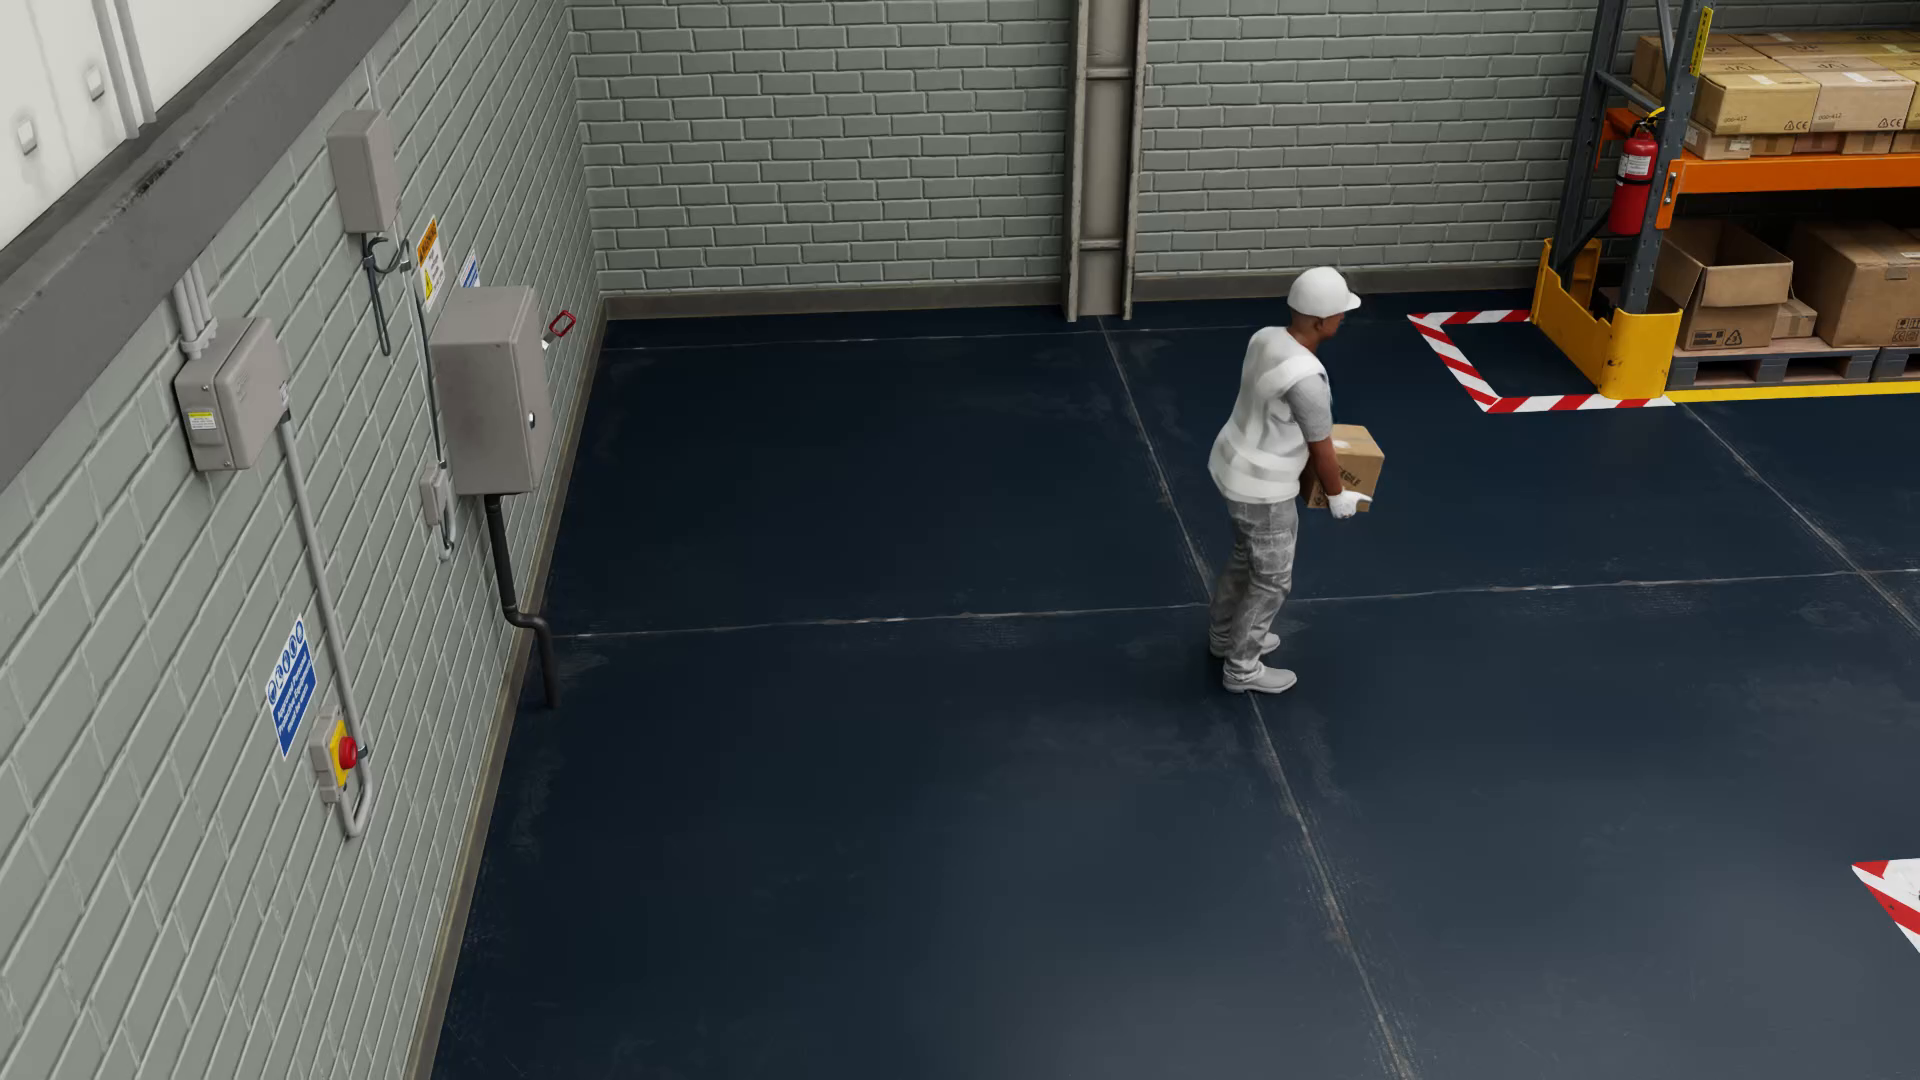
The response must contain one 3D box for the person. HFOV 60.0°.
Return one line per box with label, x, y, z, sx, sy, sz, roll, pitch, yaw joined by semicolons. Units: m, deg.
person;1.282;-0.235;6.528;0.605;1.761;0.487;-3;31;-5
